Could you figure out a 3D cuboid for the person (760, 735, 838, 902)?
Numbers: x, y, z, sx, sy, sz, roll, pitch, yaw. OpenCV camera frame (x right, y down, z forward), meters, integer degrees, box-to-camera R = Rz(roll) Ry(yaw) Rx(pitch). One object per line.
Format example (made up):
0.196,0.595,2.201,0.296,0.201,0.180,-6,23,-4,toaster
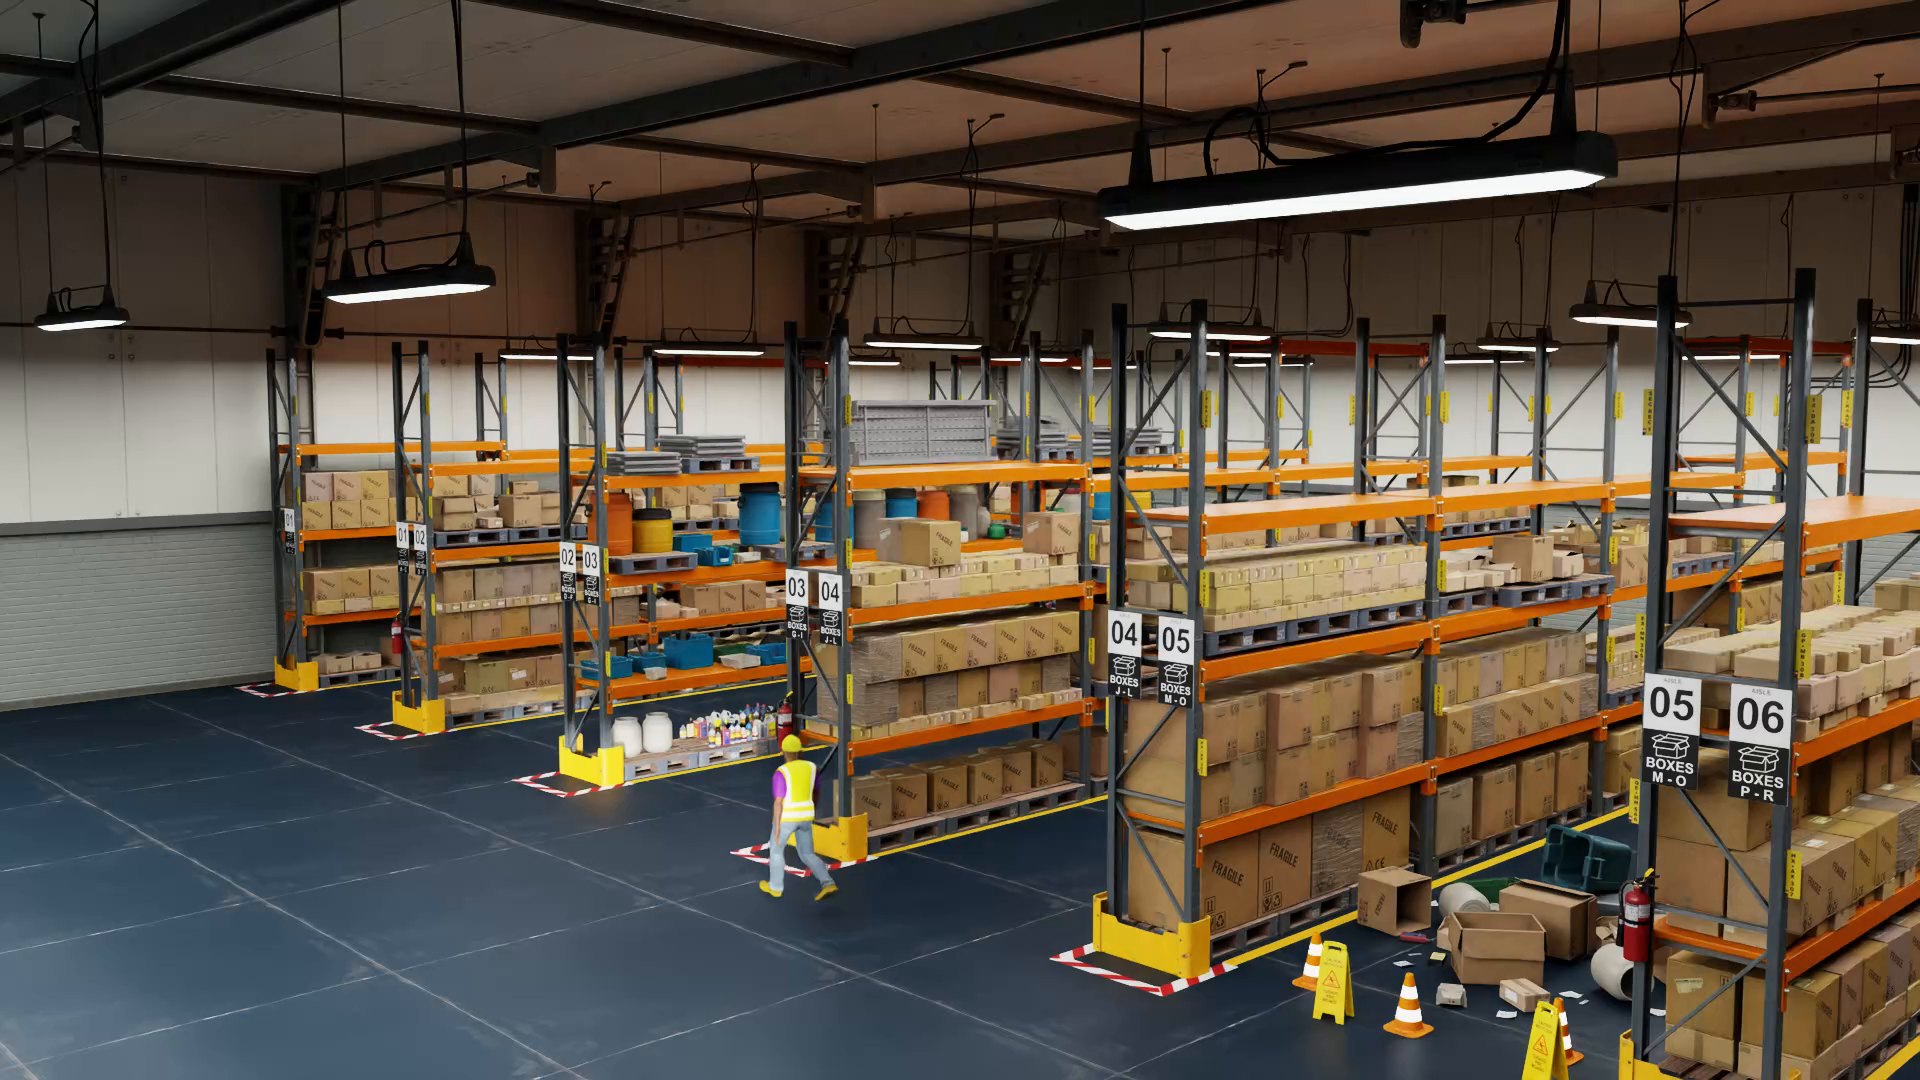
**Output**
-1.670,2.846,16.962,0.647,1.715,1.068,-4,6,-39,person

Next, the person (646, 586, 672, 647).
-5.655,1.650,30.986,0.469,1.623,0.970,3,6,32,person

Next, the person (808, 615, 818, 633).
-3.184,1.257,35.352,0.411,1.585,0.992,4,6,36,person
